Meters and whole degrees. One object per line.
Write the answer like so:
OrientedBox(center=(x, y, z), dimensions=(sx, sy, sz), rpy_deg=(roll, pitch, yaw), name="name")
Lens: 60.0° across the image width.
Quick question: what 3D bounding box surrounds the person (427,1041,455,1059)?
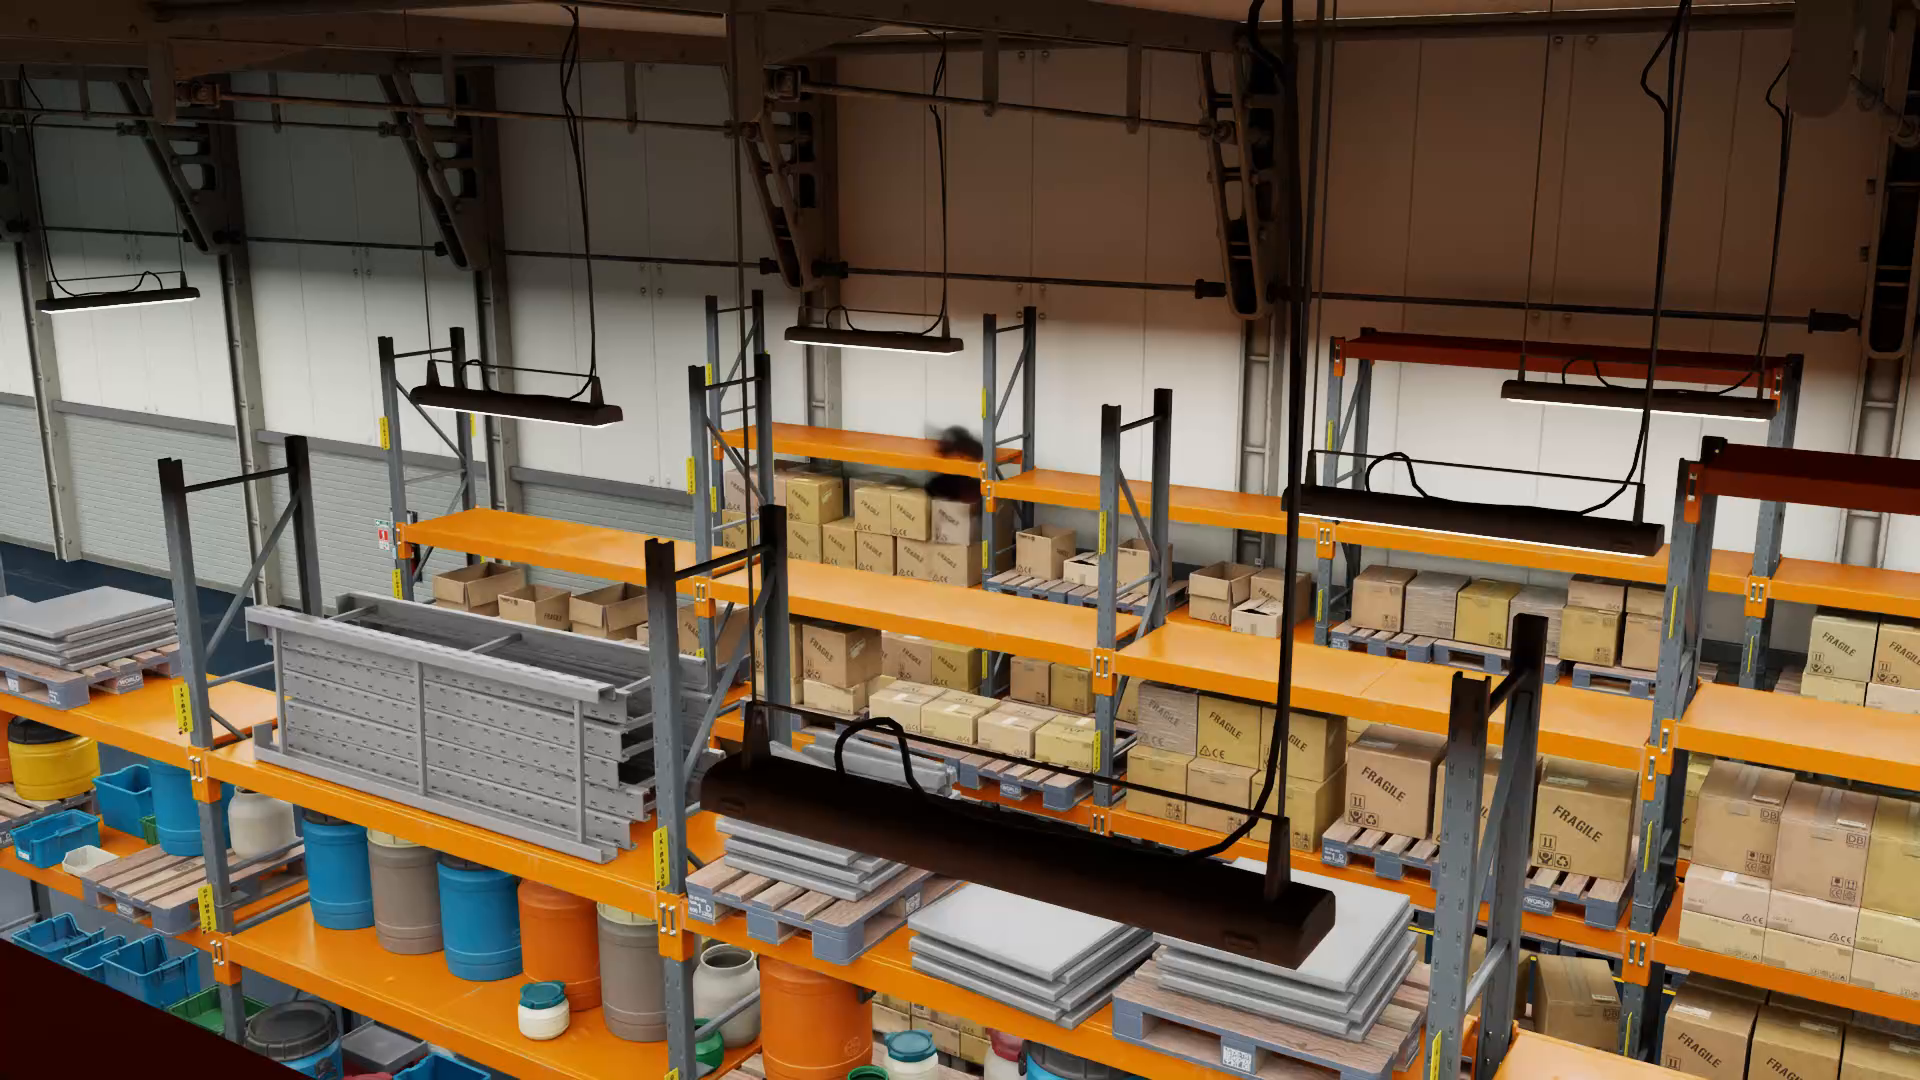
OrientedBox(center=(-4.498, 3.825, 13.985), dimensions=(0.946, 1.778, 0.693), rpy_deg=(7, 15, 26), name="person")
